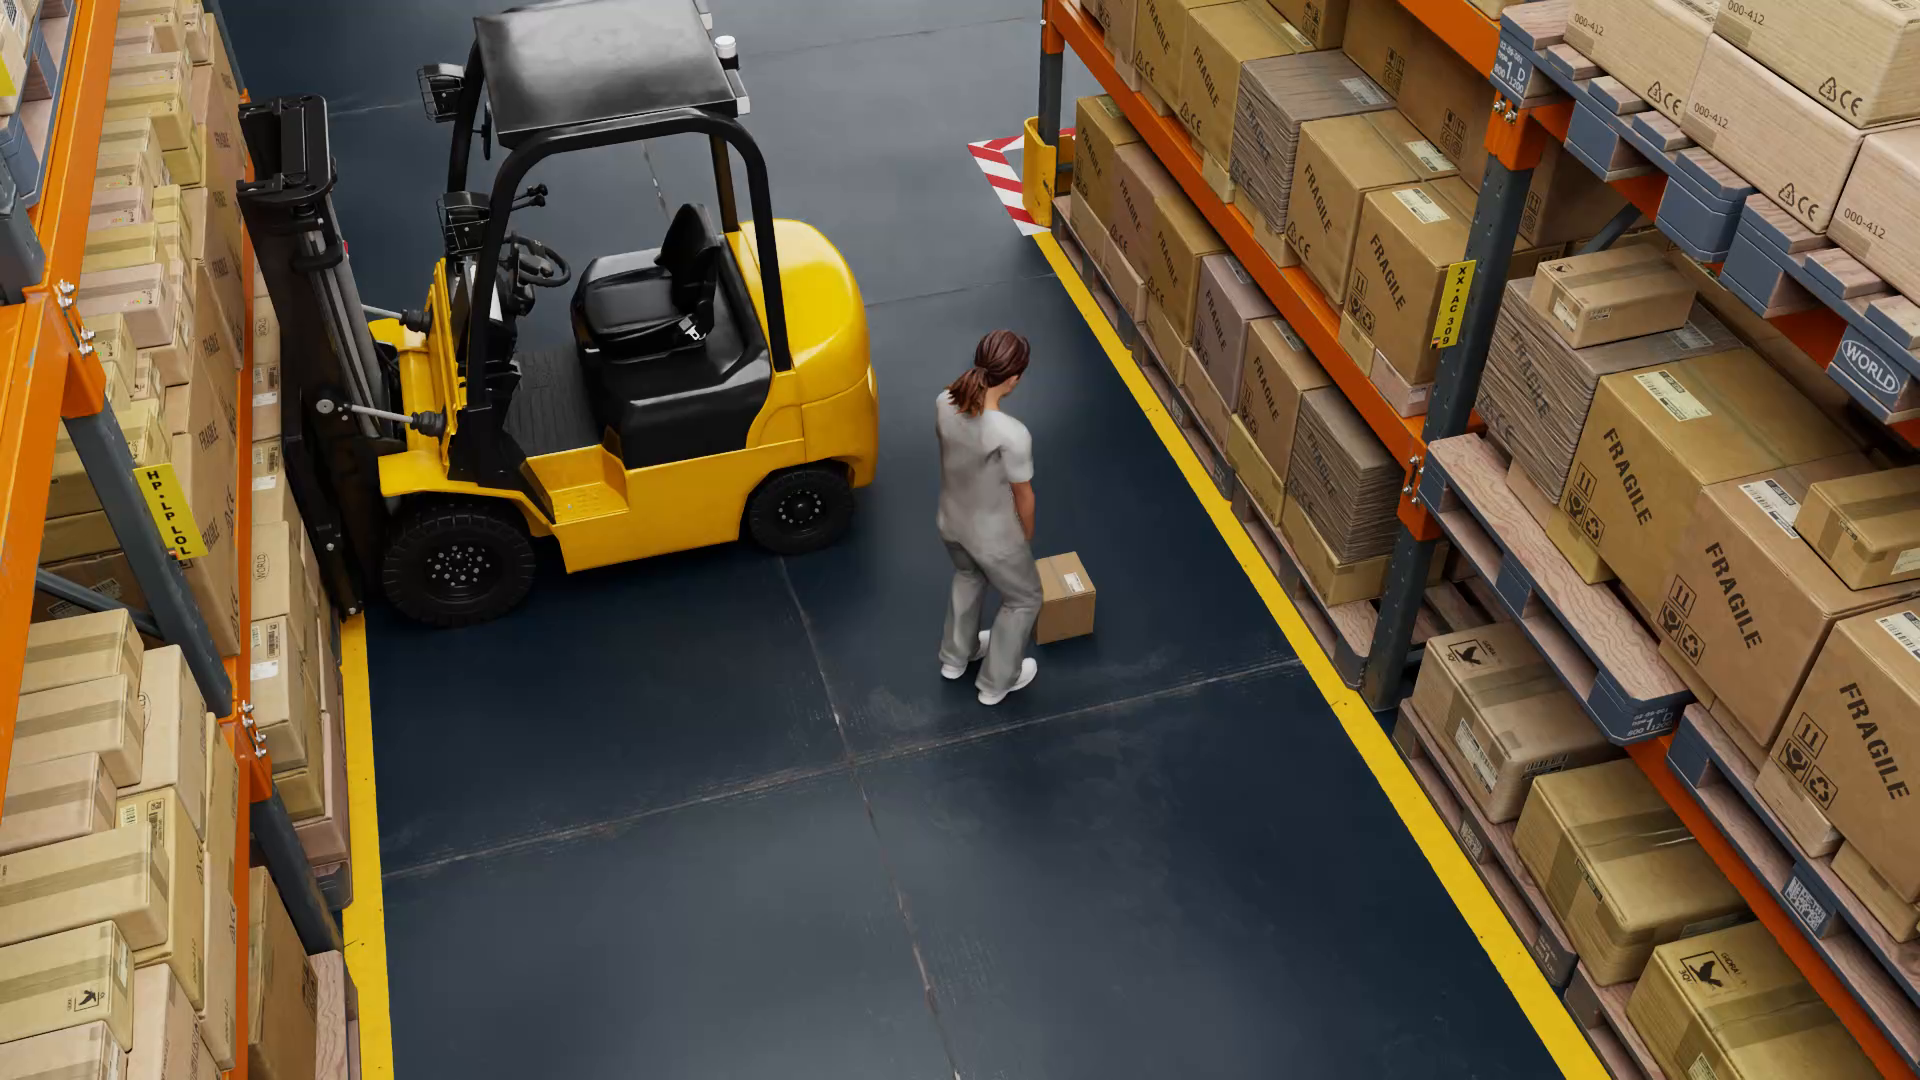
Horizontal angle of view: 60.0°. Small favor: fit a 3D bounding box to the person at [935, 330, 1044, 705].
[{"bbox_3d":[0.097,-0.076,6.280,0.458,1.637,0.369,34,52,31],"label":"person"}]
